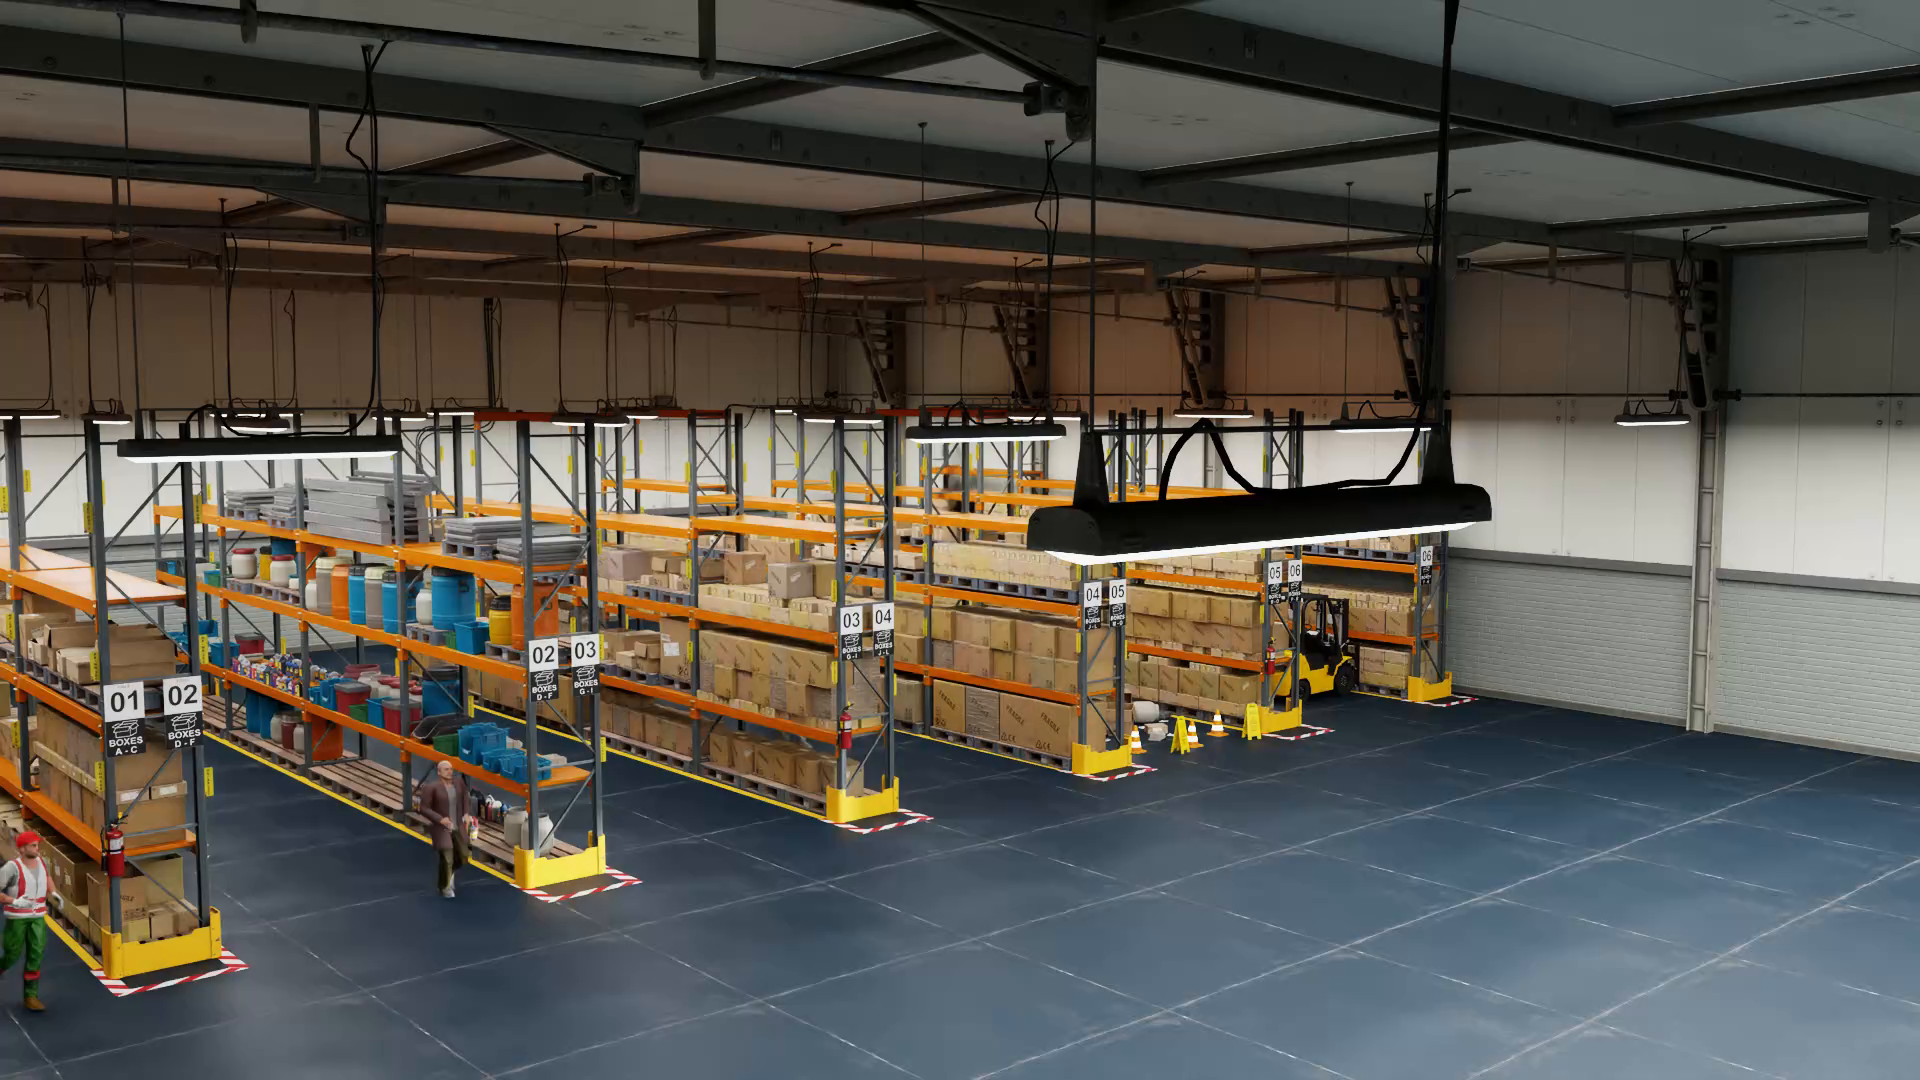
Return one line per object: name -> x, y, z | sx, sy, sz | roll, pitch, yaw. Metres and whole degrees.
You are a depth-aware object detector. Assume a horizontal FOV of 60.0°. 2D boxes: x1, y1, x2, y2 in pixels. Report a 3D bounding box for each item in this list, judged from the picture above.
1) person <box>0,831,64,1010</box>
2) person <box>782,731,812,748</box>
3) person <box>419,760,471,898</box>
person -> -9.689, 3.921, 17.312 | 0.863, 1.764, 0.722 | 3, 6, 28
person -> -2.907, 2.878, 29.956 | 0.649, 1.684, 0.644 | 4, 6, 39
person -> -6.439, 3.668, 20.931 | 0.657, 1.649, 0.743 | 4, 7, 42
